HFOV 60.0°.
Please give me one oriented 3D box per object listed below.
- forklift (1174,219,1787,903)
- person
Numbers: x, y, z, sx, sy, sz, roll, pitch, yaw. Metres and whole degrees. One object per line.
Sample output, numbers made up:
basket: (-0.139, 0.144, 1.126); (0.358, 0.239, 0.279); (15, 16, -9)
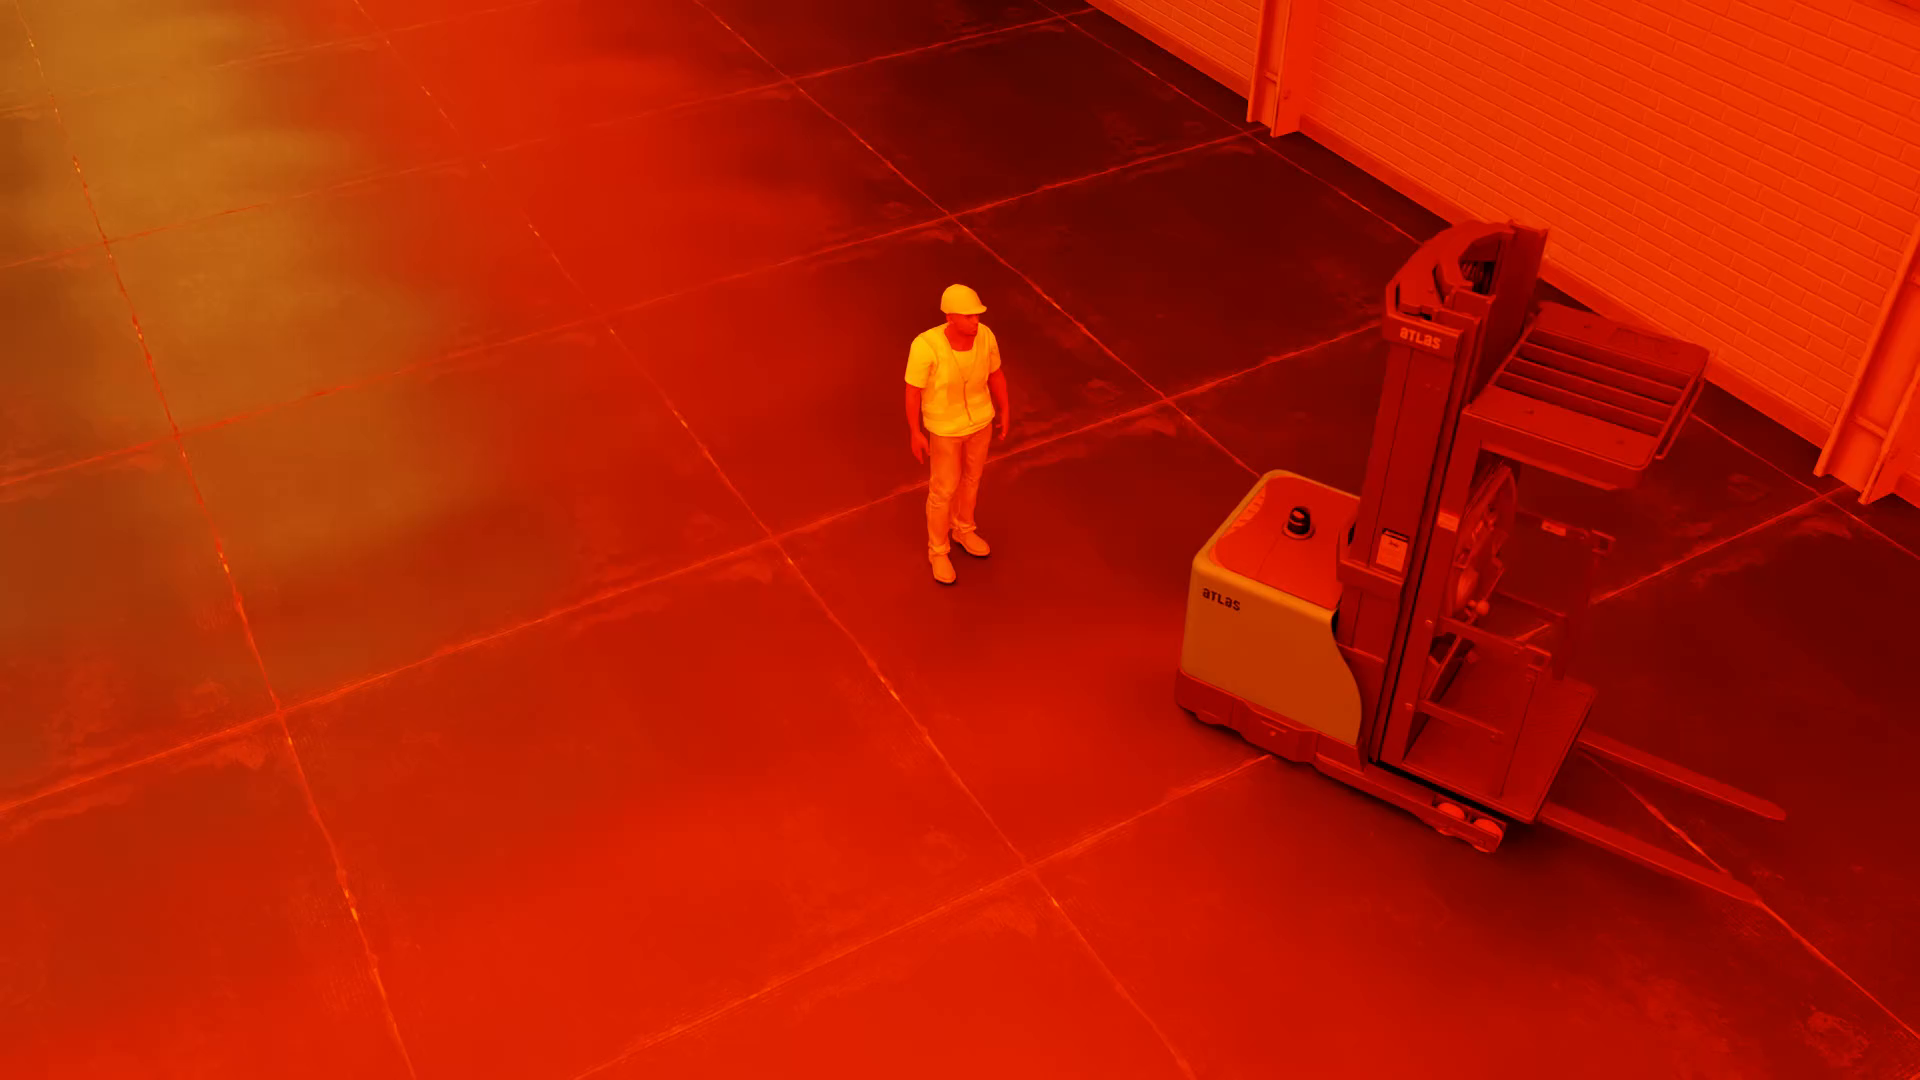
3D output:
forklift: (2.695, 0.061, 7.962); (3.031, 2.935, 1.130); (23, 45, 25)
person: (0.030, -0.645, 9.714); (0.665, 1.768, 0.575); (-20, 44, -23)
